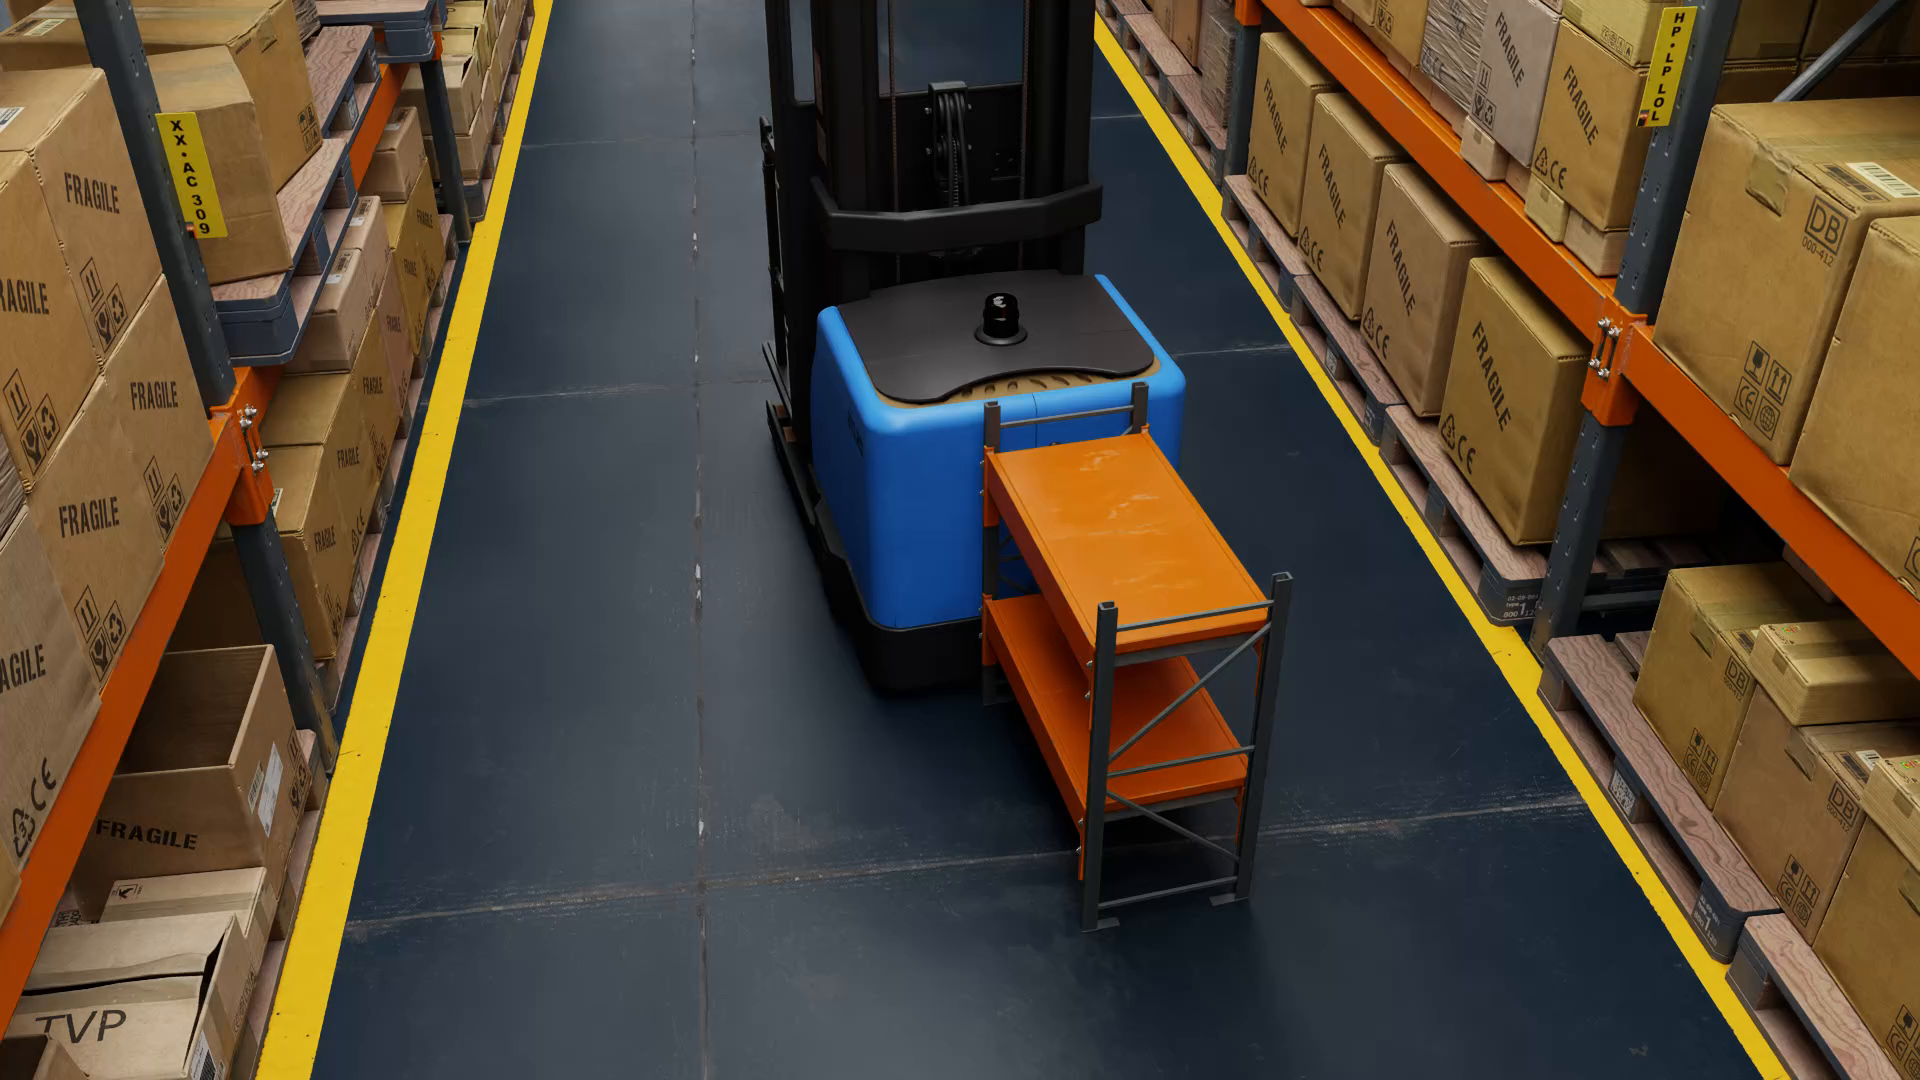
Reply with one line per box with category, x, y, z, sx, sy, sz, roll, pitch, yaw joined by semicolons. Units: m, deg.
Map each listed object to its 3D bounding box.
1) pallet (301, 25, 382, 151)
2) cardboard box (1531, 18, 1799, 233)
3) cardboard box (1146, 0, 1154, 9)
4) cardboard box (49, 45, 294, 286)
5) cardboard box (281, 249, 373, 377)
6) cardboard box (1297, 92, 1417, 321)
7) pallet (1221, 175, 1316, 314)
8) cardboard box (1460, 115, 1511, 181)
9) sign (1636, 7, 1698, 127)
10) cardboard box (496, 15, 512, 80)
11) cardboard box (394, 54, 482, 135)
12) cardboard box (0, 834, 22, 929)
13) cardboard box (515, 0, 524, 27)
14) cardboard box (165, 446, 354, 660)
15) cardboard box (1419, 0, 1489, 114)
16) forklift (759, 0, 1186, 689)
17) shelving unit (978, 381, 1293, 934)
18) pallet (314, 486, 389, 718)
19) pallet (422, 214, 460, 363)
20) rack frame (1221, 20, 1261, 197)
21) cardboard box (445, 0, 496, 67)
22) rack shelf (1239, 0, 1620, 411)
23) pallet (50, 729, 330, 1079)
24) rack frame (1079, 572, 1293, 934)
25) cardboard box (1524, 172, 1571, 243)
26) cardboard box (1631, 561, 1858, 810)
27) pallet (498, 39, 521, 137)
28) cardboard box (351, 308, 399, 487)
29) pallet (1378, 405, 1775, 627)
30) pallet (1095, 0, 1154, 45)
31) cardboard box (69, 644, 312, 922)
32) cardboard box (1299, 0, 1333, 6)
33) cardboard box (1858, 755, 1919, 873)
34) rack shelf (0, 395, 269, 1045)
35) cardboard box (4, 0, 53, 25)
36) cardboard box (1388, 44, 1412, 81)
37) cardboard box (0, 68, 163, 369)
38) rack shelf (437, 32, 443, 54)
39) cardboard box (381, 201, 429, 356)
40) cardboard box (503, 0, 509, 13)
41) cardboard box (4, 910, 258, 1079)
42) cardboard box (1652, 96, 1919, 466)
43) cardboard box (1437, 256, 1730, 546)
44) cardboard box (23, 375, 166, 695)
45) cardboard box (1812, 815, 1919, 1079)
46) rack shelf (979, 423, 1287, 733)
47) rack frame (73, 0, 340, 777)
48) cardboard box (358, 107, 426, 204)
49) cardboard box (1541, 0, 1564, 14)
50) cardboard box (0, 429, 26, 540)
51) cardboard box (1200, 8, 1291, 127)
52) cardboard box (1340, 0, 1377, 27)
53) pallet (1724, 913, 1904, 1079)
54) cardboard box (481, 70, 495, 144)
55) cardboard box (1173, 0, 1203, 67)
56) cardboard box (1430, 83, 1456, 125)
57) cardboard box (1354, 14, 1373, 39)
pallet;-2.727;-1.571;6.061;1.003;0.211;1.213;-4;35;-6
cardboard box;2.142;-1.291;5.110;0.500;0.500;0.500;-5;35;-7
cardboard box;1.612;-3.799;10.990;0.700;0.500;0.500;-5;35;-7
cardboard box;-2.297;-0.999;4.590;0.700;0.500;0.500;-16;37;-22
cardboard box;-2.413;-0.808;5.935;0.500;0.250;0.500;-4;35;-6
cardboard box;1.996;-1.488;7.305;0.750;0.750;0.750;-5;35;-7
pallet;1.947;-1.514;8.284;1.003;0.211;1.213;-4;35;-6
cardboard box;1.986;-1.382;5.819;0.380;0.149;0.250;-4;35;-6
sign;1.917;-1.279;4.506;0.100;0.325;0.005;-4;35;-6
cardboard box;-2.985;-2.943;9.973;0.500;0.250;0.500;-4;34;-5
cardboard box;-2.772;-2.318;8.559;0.500;0.311;0.500;-3;34;-5
cardboard box;-1.920;0.574;2.656;0.500;0.500;0.500;-4;34;-6
cardboard box;-3.121;-3.512;10.809;0.500;0.250;0.500;-5;35;-7
cardboard box;-2.278;0.060;5.327;0.500;0.500;0.500;-6;35;-9
cardboard box;2.004;-1.856;5.939;0.500;0.500;0.500;-4;35;-6
forklift;-0.164;-1.552;5.924;1.130;2.935;3.031;-9;35;-13
shelving unit;0.447;0.312;4.793;0.538;1.125;1.048;-9;35;-12
pallet;-2.602;0.199;5.771;1.003;0.211;1.213;-4;35;-6
pallet;-2.930;-1.163;7.769;1.003;0.211;1.213;-4;35;-6
rack frame;1.915;-3.112;8.153;1.000;3.000;0.127;-4;35;-6
cardboard box;-2.917;-2.896;9.406;0.500;0.311;0.500;-5;35;-8
rack shelf;2.184;-1.699;6.718;1.077;0.370;4.000;-4;35;-6
pallet;-2.363;1.033;4.547;1.003;0.211;1.213;-4;35;-6
rack frame;0.579;0.589;4.387;0.500;1.125;0.032;-9;35;-12
cardboard box;2.070;-1.091;5.392;0.380;0.149;0.250;-4;34;-5
cardboard box;2.452;0.405;4.840;0.700;0.500;0.500;-4;34;-6
pallet;-3.226;-2.724;10.060;1.003;0.211;1.213;-4;35;-6
cardboard box;-2.421;-0.516;6.173;0.500;0.500;0.500;-4;34;-6
pallet;2.275;-0.152;6.286;1.003;0.211;1.213;-4;35;-6
pallet;1.484;-3.758;11.576;1.003;0.211;1.213;-4;35;-6
cardboard box;-2.097;0.645;4.469;0.500;0.500;0.500;-4;35;-6
cardboard box;1.707;-2.519;7.488;0.380;0.149;0.250;-3;34;-5
cardboard box;2.388;0.633;3.929;0.380;0.149;0.250;-5;35;-8
rack shelf;-2.186;0.911;2.889;1.077;0.370;4.000;-4;35;-6
cardboard box;-2.753;-1.699;5.617;0.700;0.500;0.500;-13;36;-18
cardboard box;1.947;-1.960;6.668;0.380;0.149;0.250;-4;34;-6
cardboard box;-2.130;-0.695;3.629;0.500;0.500;0.500;-4;34;-6
rack shelf;-3.262;-3.554;9.440;1.077;0.370;4.000;-4;35;-6
cardboard box;-2.565;-1.091;7.016;0.500;0.500;0.500;-6;35;-8
cardboard box;-3.051;-3.463;10.239;0.500;0.311;0.500;-4;35;-7
cardboard box;-1.996;1.142;3.908;0.500;0.311;0.500;-4;35;-6
cardboard box;2.510;-0.700;4.347;0.980;0.700;0.700;-4;34;-6
cardboard box;2.237;-0.518;5.882;0.750;0.750;0.750;-4;34;-6
cardboard box;-2.063;0.003;3.493;0.500;0.500;0.500;-3;34;-5
cardboard box;2.584;0.972;4.007;0.700;0.500;0.500;-4;34;-5
rack shelf;0.447;0.070;4.628;0.538;0.278;1.000;-9;35;-12
rack frame;-2.455;-0.503;4.324;1.000;3.000;0.127;-4;35;-6
cardboard box;-2.623;-1.658;7.183;0.500;0.250;0.500;-3;34;-5
cardboard box;2.078;-1.890;5.323;0.500;0.250;0.500;-4;34;-5
cardboard box;-1.991;-0.128;2.797;0.500;0.500;0.500;-4;34;-6
cardboard box;1.767;-2.659;9.317;0.700;0.500;0.500;-4;34;-6
cardboard box;1.854;-2.424;6.773;0.500;0.500;0.500;-5;35;-7
pallet;2.646;1.385;4.030;1.003;0.211;1.213;-4;35;-6
cardboard box;-2.841;-2.367;9.128;0.500;0.250;0.500;-5;35;-8
cardboard box;1.718;-3.230;10.155;0.700;0.500;0.500;-5;35;-7
cardboard box;2.000;-1.664;6.233;0.380;0.149;0.250;-5;35;-8
cardboard box;1.907;-2.244;7.085;0.380;0.149;0.250;-4;34;-5
